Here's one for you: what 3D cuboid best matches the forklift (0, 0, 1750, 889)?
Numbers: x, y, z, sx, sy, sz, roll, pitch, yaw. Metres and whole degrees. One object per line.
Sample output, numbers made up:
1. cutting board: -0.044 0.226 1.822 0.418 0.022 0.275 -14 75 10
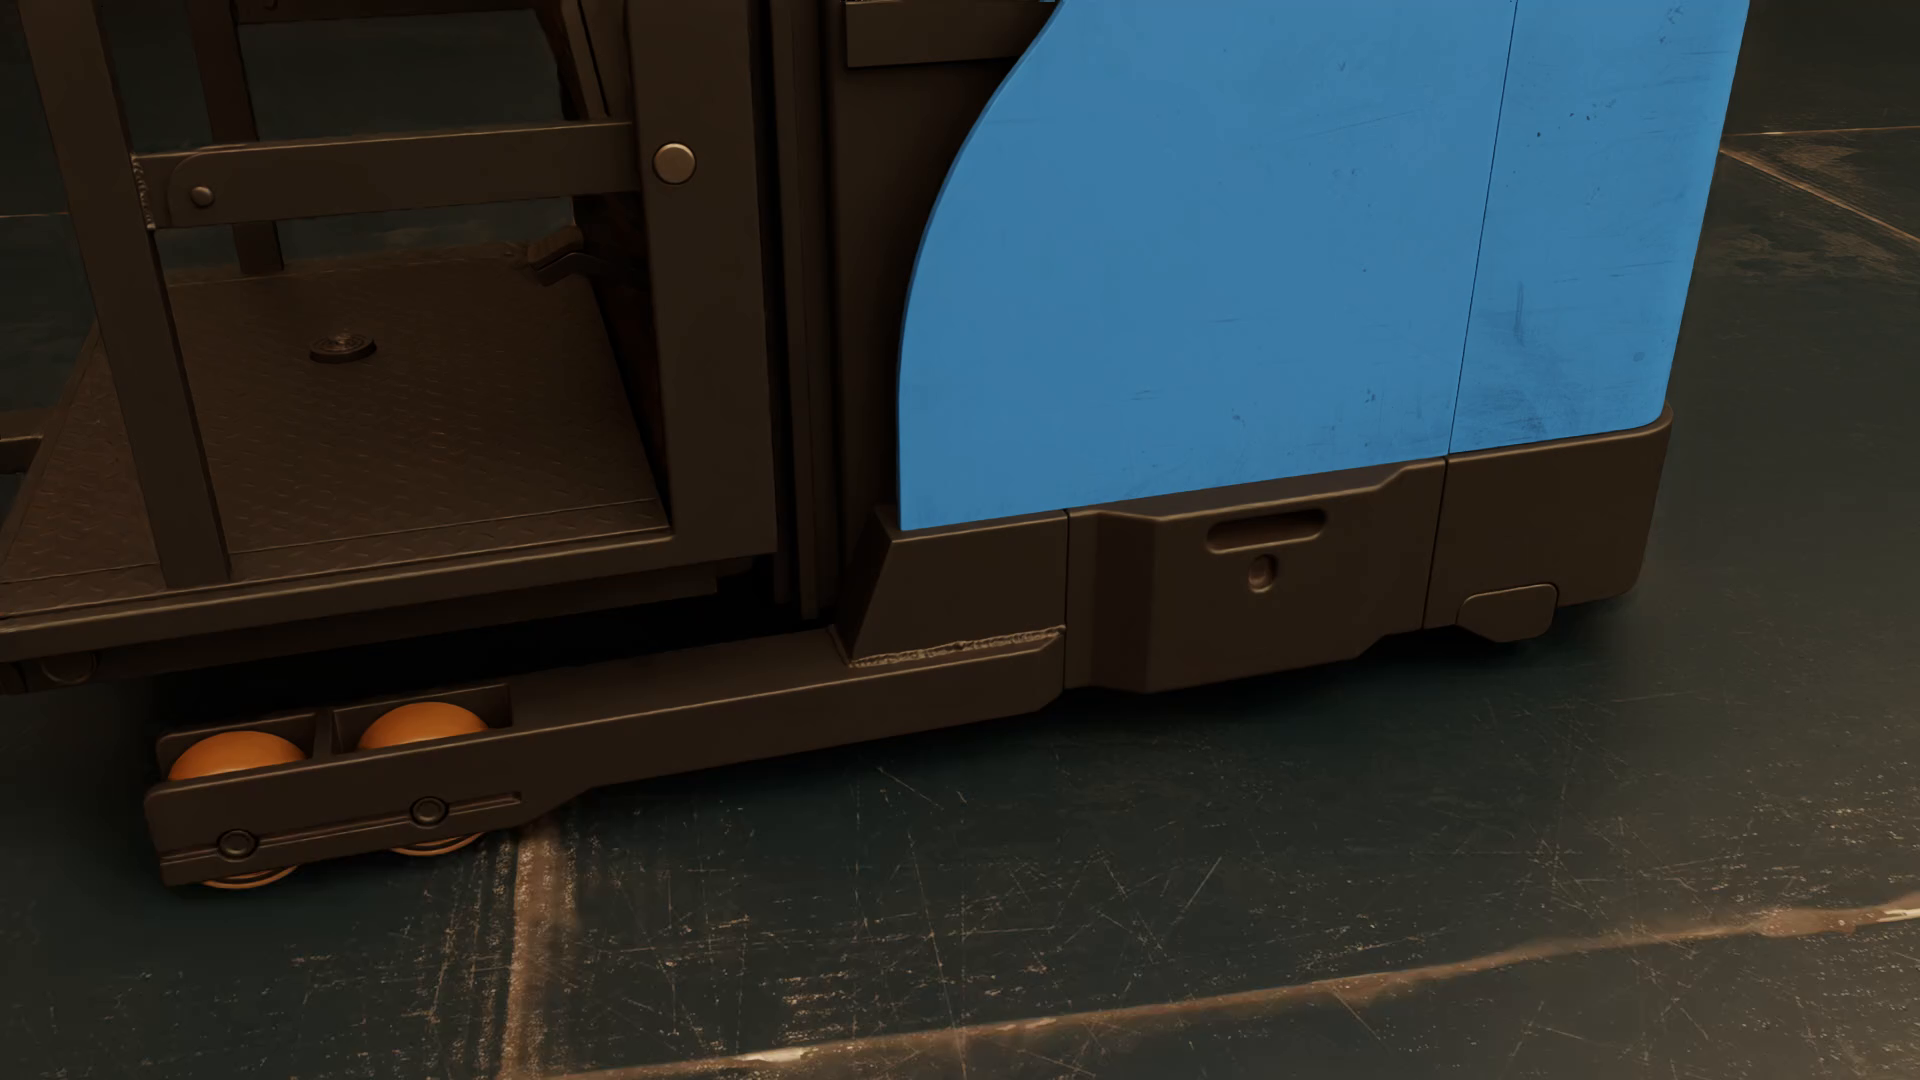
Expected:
1. forklift: -0.648 -1.196 1.627 3.031 2.935 1.130 -8 29 -15
